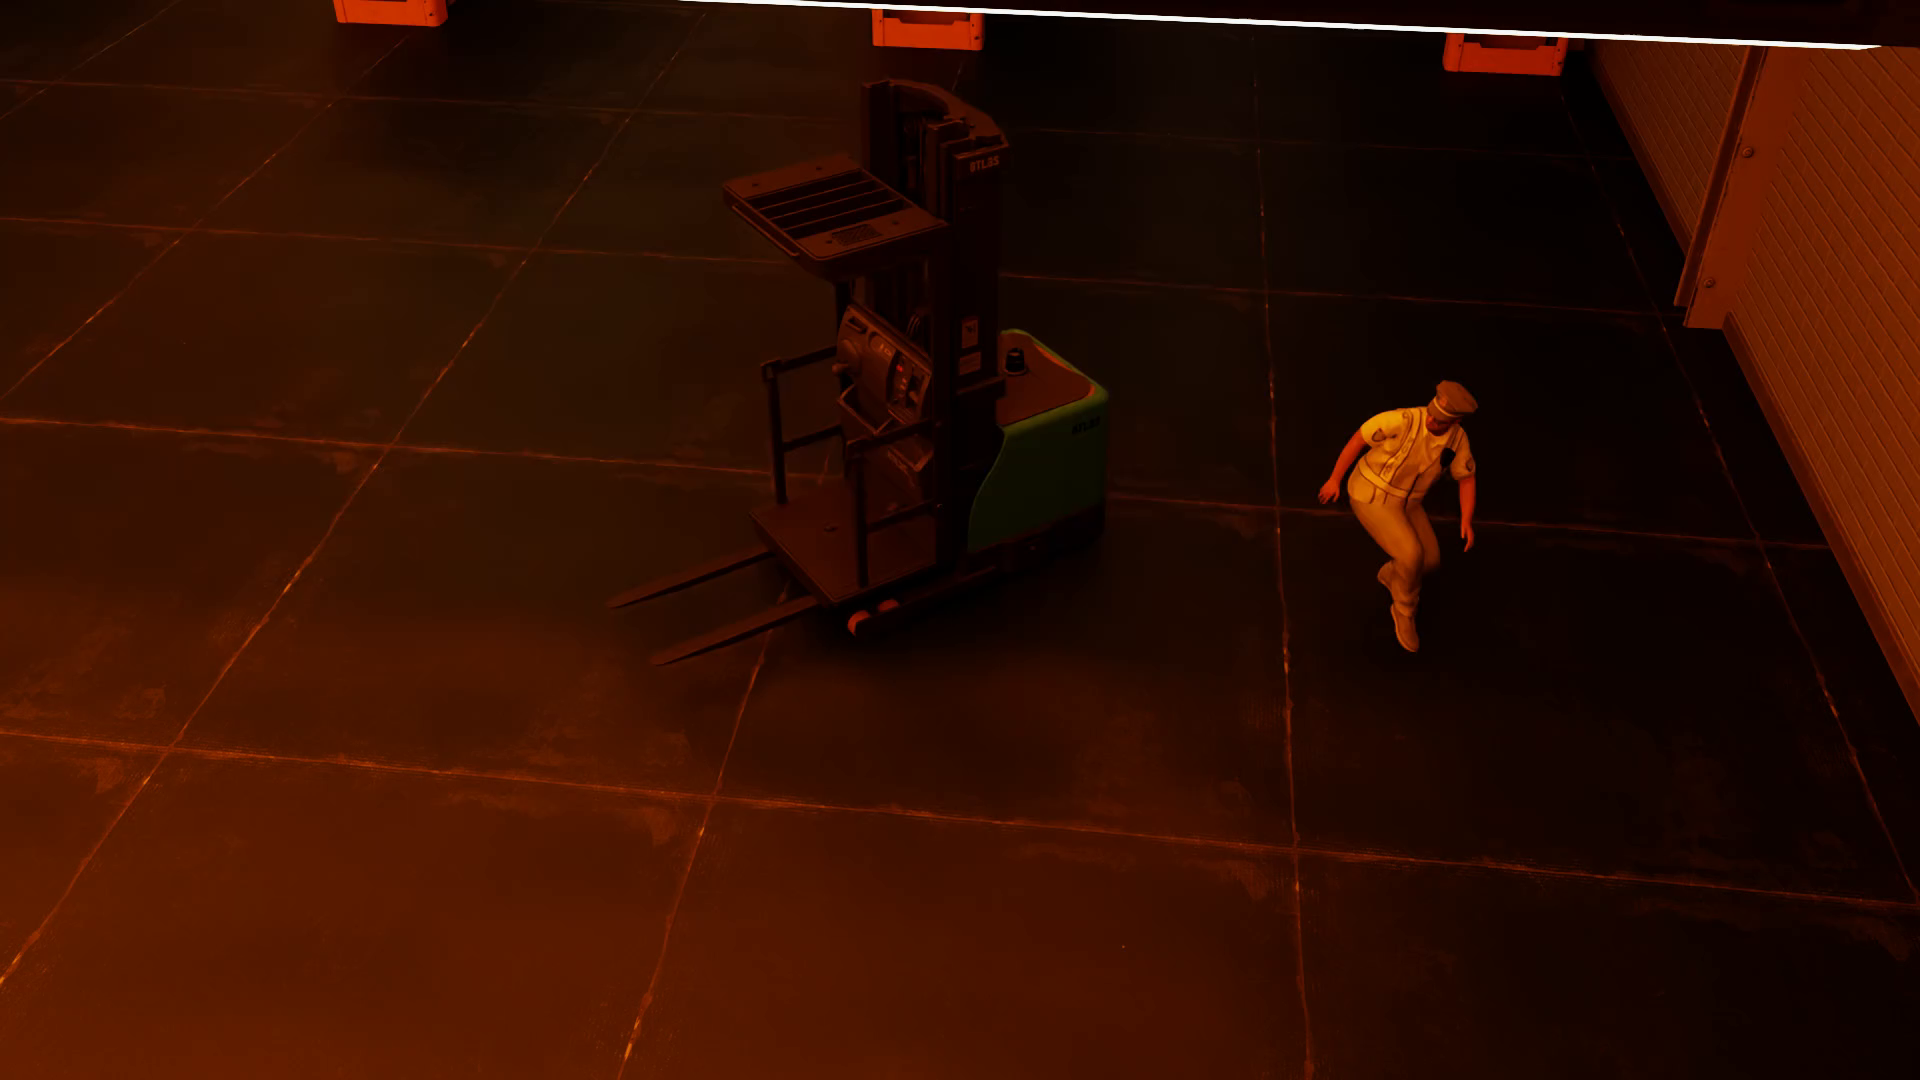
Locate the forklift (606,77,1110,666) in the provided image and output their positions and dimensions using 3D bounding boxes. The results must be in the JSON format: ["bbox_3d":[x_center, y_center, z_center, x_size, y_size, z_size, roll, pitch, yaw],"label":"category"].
[{"bbox_3d":[-0.604,-0.959,9.331,3.031,2.935,1.130,-21,41,-26],"label":"forklift"}]

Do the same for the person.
[{"bbox_3d":[2.550,-0.177,9.445,0.773,1.569,0.777,-14,39,-19],"label":"person"}]
